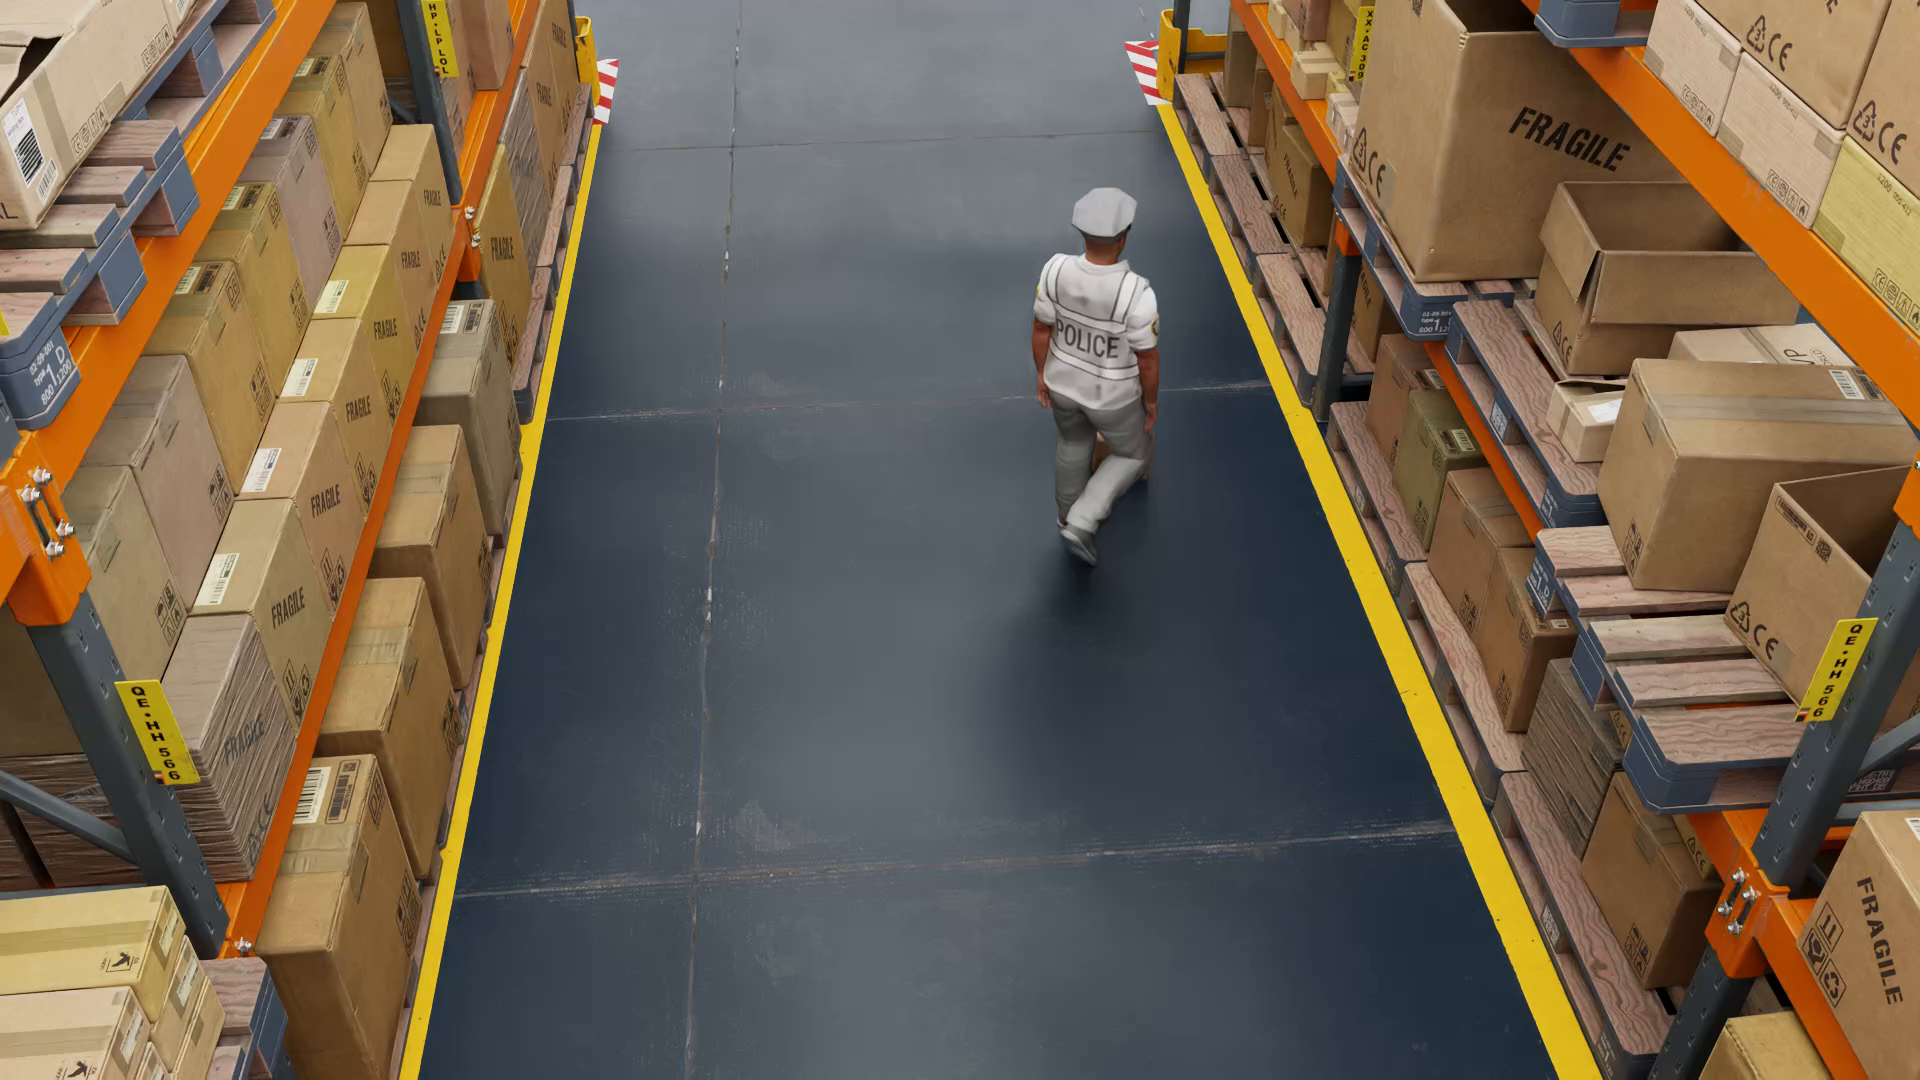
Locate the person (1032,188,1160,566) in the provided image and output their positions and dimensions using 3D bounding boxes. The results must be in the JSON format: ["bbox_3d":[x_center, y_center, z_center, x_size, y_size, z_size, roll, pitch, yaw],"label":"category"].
[{"bbox_3d":[0.572,-0.665,6.946,0.555,1.751,0.683,23,44,26],"label":"person"}]
